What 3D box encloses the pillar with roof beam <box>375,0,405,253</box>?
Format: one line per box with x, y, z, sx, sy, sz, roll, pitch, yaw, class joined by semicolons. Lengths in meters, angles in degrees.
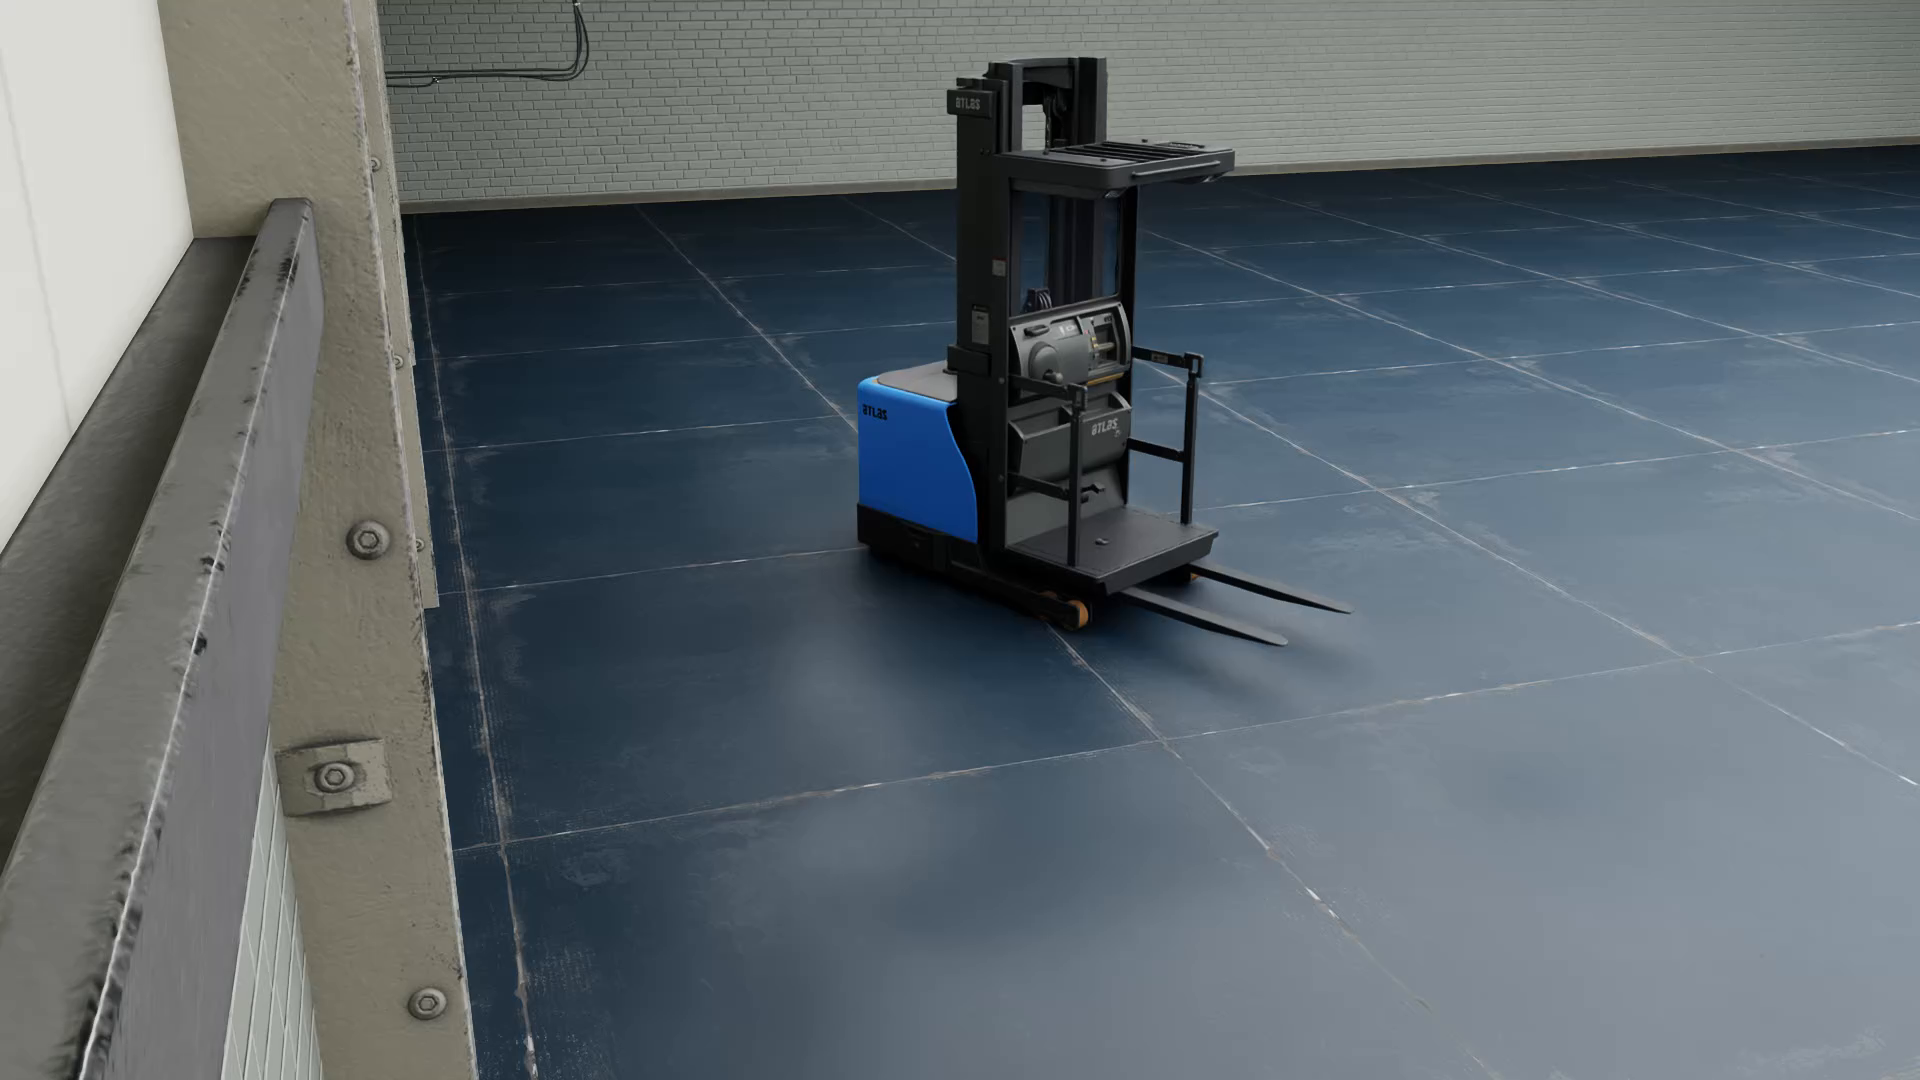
-2.828;-8.214;19.972;9.100;9.000;0.400;-6;21;-17;pillar with roof beam

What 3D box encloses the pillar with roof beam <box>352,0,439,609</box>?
0.944;-4.363;9.251;9.100;9.000;0.400;-6;21;-17;pillar with roof beam

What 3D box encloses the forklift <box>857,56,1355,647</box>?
0.770;-1.084;9.098;3.031;2.935;1.130;19;27;42;forklift

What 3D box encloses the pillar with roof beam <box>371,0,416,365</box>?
-0.942;-6.288;14.612;9.100;9.000;0.400;-6;21;-17;pillar with roof beam

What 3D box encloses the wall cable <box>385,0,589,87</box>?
-6.585;-7.381;22.247;3.097;2.526;0.112;-6;21;-17;wall cable
